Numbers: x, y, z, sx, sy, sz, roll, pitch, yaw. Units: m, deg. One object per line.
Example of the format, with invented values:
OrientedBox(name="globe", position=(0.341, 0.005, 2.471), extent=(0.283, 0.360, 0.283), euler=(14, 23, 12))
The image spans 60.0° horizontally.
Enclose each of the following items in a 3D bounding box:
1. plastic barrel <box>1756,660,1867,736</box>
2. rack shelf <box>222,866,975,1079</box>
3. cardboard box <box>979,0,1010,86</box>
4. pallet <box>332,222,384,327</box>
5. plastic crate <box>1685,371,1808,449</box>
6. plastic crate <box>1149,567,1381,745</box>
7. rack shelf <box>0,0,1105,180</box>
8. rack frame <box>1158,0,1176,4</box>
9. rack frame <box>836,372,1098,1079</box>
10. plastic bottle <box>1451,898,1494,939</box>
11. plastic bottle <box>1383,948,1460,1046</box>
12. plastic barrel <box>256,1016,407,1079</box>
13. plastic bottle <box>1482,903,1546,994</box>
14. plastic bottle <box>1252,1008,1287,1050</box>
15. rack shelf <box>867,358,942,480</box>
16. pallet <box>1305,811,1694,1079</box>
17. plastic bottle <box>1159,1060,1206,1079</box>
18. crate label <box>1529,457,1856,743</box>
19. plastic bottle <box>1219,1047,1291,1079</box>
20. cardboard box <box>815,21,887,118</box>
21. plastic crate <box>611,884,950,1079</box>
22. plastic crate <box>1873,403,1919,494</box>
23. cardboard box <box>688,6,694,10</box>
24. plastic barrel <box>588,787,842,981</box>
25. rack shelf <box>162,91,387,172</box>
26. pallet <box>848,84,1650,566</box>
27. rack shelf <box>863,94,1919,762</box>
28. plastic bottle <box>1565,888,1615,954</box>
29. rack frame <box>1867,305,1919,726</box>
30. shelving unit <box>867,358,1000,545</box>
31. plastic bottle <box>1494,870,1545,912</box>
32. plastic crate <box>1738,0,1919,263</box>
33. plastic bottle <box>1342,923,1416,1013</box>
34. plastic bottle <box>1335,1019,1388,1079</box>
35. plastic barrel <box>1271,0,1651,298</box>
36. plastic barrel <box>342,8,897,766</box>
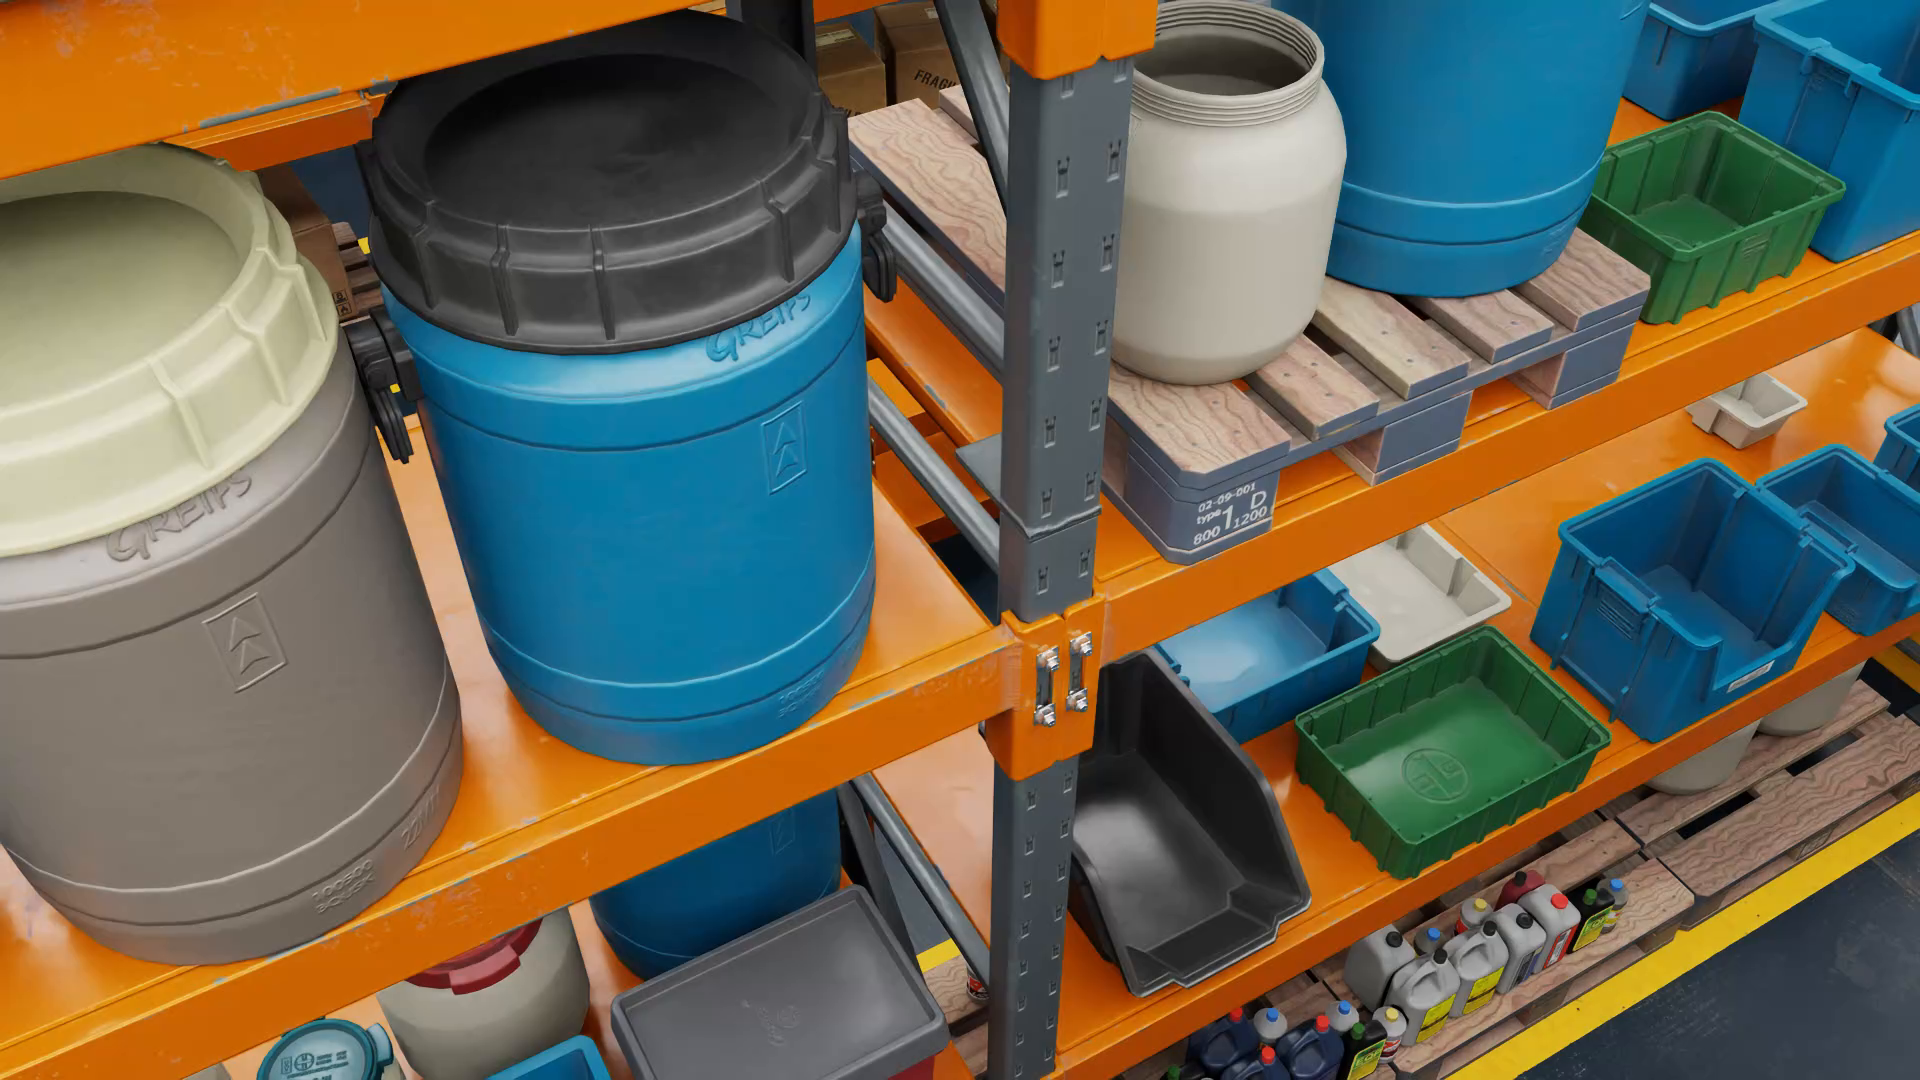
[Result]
OrientedBox(name="plastic barrel", position=(2.844, 0.387, 5.683), extent=(0.421, 0.512, 0.421), euler=(0, 44, 0))
OrientedBox(name="rack shelf", position=(-1.826, 1.710, 3.351), extent=(4.000, 0.370, 1.077), euler=(-22, 48, -21))
OrientedBox(name="cardboard box", position=(0.359, -2.668, 8.839), extent=(0.500, 0.500, 0.500), euler=(-14, 46, -14))
OrientedBox(name="pallet", position=(-3.234, -0.961, 7.589), extent=(1.213, 0.211, 1.003), euler=(-22, 48, -21))
OrientedBox(name="plastic crate", position=(2.440, -0.419, 5.217), extent=(0.250, 0.136, 0.298), euler=(-22, 48, -21))
OrientedBox(name="plastic crate", position=(0.732, 0.263, 4.432), extent=(0.616, 0.251, 0.499), euler=(-22, 48, -21))
OrientedBox(name="rack shelf", position=(-1.826, -0.299, 1.401), extent=(4.000, 0.370, 1.077), euler=(-22, 48, -21))
OrientedBox(name="rack frame", position=(0.909, -3.621, 8.327), extent=(0.127, 3.000, 1.000), euler=(-22, 48, -21))
OrientedBox(name="rack frame", position=(-0.092, 0.758, 3.815), extent=(0.127, 3.000, 1.000), euler=(-22, 48, -21))
OrientedBox(name="plastic bottle", position=(1.571, 1.169, 5.086), extent=(0.097, 0.201, 0.097), euler=(0, 44, 0))
OrientedBox(name="plastic bottle", position=(1.347, 1.308, 4.834), extent=(0.185, 0.351, 0.144), euler=(-22, 48, -21))
OrientedBox(name="plastic barrel", position=(-1.316, 1.174, 3.486), extent=(0.301, 0.262, 0.301), euler=(0, 44, 0))
OrientedBox(name="plastic bottle", position=(1.650, 1.211, 4.989), extent=(0.135, 0.276, 0.152), euler=(-23, 49, -22))
OrientedBox(name="plastic bottle", position=(0.880, 1.426, 4.770), extent=(0.097, 0.271, 0.097), euler=(0, 44, 0))
OrientedBox(name="rack shelf", position=(-0.006, -0.611, 6.152), extent=(1.000, 0.278, 0.538), euler=(-22, 48, -21))
OrientedBox(name="pallet", position=(1.570, 1.125, 5.440), extent=(1.213, 0.211, 1.003), euler=(-22, 48, -21))
OrientedBox(name="plastic bottle", position=(0.616, 1.536, 4.648), extent=(0.133, 0.283, 0.061), euler=(-22, 48, -21))
OrientedBox(name="crate label", position=(1.915, 0.159, 4.407), extent=(0.616, 0.435, 0.502), euler=(-22, 48, -21))
OrientedBox(name="plastic bottle", position=(0.814, 1.521, 4.615), extent=(0.185, 0.351, 0.144), euler=(-21, 48, -20))
OrientedBox(name="cardboard box", position=(-0.695, -2.234, 8.392), extent=(0.500, 0.500, 0.500), euler=(-18, 47, -17))
OrientedBox(name="plastic crate", position=(-0.360, 1.088, 3.429), extent=(0.583, 0.464, 0.402), euler=(-22, 48, -21))
OrientedBox(name="plastic crate", position=(3.091, -0.222, 4.932), extent=(0.616, 0.251, 0.499), euler=(-22, 48, -21))
OrientedBox(name="cardboard box", position=(-1.348, -2.373, 7.221), extent=(0.250, 0.149, 0.380), euler=(-22, 48, -21))
OrientedBox(name="plastic barrel", position=(-0.578, 0.529, 3.691), extent=(0.708, 0.901, 0.600), euler=(-22, 48, -21))
OrientedBox(name="rack shelf", position=(-4.294, -1.281, 6.433), extent=(4.000, 0.370, 1.077), euler=(-22, 48, -21))
OrientedBox(name="pallet", position=(0.485, -0.560, 3.155), extent=(1.003, 0.211, 1.213), euler=(-22, 48, -21))
OrientedBox(name="rack shelf", position=(1.642, -0.754, 3.736), extent=(4.000, 0.370, 1.077), euler=(-22, 48, -21))
OrientedBox(name="plastic bottle", position=(1.910, 1.140, 5.056), extent=(0.133, 0.283, 0.061), euler=(-21, 48, -20))
OrientedBox(name="rack frame", position=(3.376, -0.630, 5.245), extent=(0.127, 3.000, 1.000), euler=(-22, 48, -21))
OrientedBox(name="shelving unit", position=(-0.006, -0.401, 6.356), extent=(1.048, 1.125, 0.538), euler=(-22, 48, -21))
OrientedBox(name="plastic bottle", position=(1.716, 1.096, 5.102), extent=(0.133, 0.283, 0.061), euler=(-22, 48, -21))
OrientedBox(name="plastic crate", position=(1.873, -0.857, 3.337), extent=(0.575, 0.384, 0.392), euler=(-22, 48, -21))
OrientedBox(name="plastic bottle", position=(1.251, 1.254, 4.944), extent=(0.135, 0.276, 0.152), euler=(-22, 48, -21))
OrientedBox(name="plastic bottle", position=(1.142, 1.448, 4.739), extent=(0.133, 0.283, 0.061), euler=(-20, 48, -19))
OrientedBox(name="plastic barrel", position=(0.824, -0.930, 2.739), extent=(0.708, 0.901, 0.600), euler=(-22, 48, -21))
OrientedBox(name="plastic barrel", position=(-0.425, -0.191, 2.279), extent=(0.708, 0.901, 0.600), euler=(-22, 48, -21))
